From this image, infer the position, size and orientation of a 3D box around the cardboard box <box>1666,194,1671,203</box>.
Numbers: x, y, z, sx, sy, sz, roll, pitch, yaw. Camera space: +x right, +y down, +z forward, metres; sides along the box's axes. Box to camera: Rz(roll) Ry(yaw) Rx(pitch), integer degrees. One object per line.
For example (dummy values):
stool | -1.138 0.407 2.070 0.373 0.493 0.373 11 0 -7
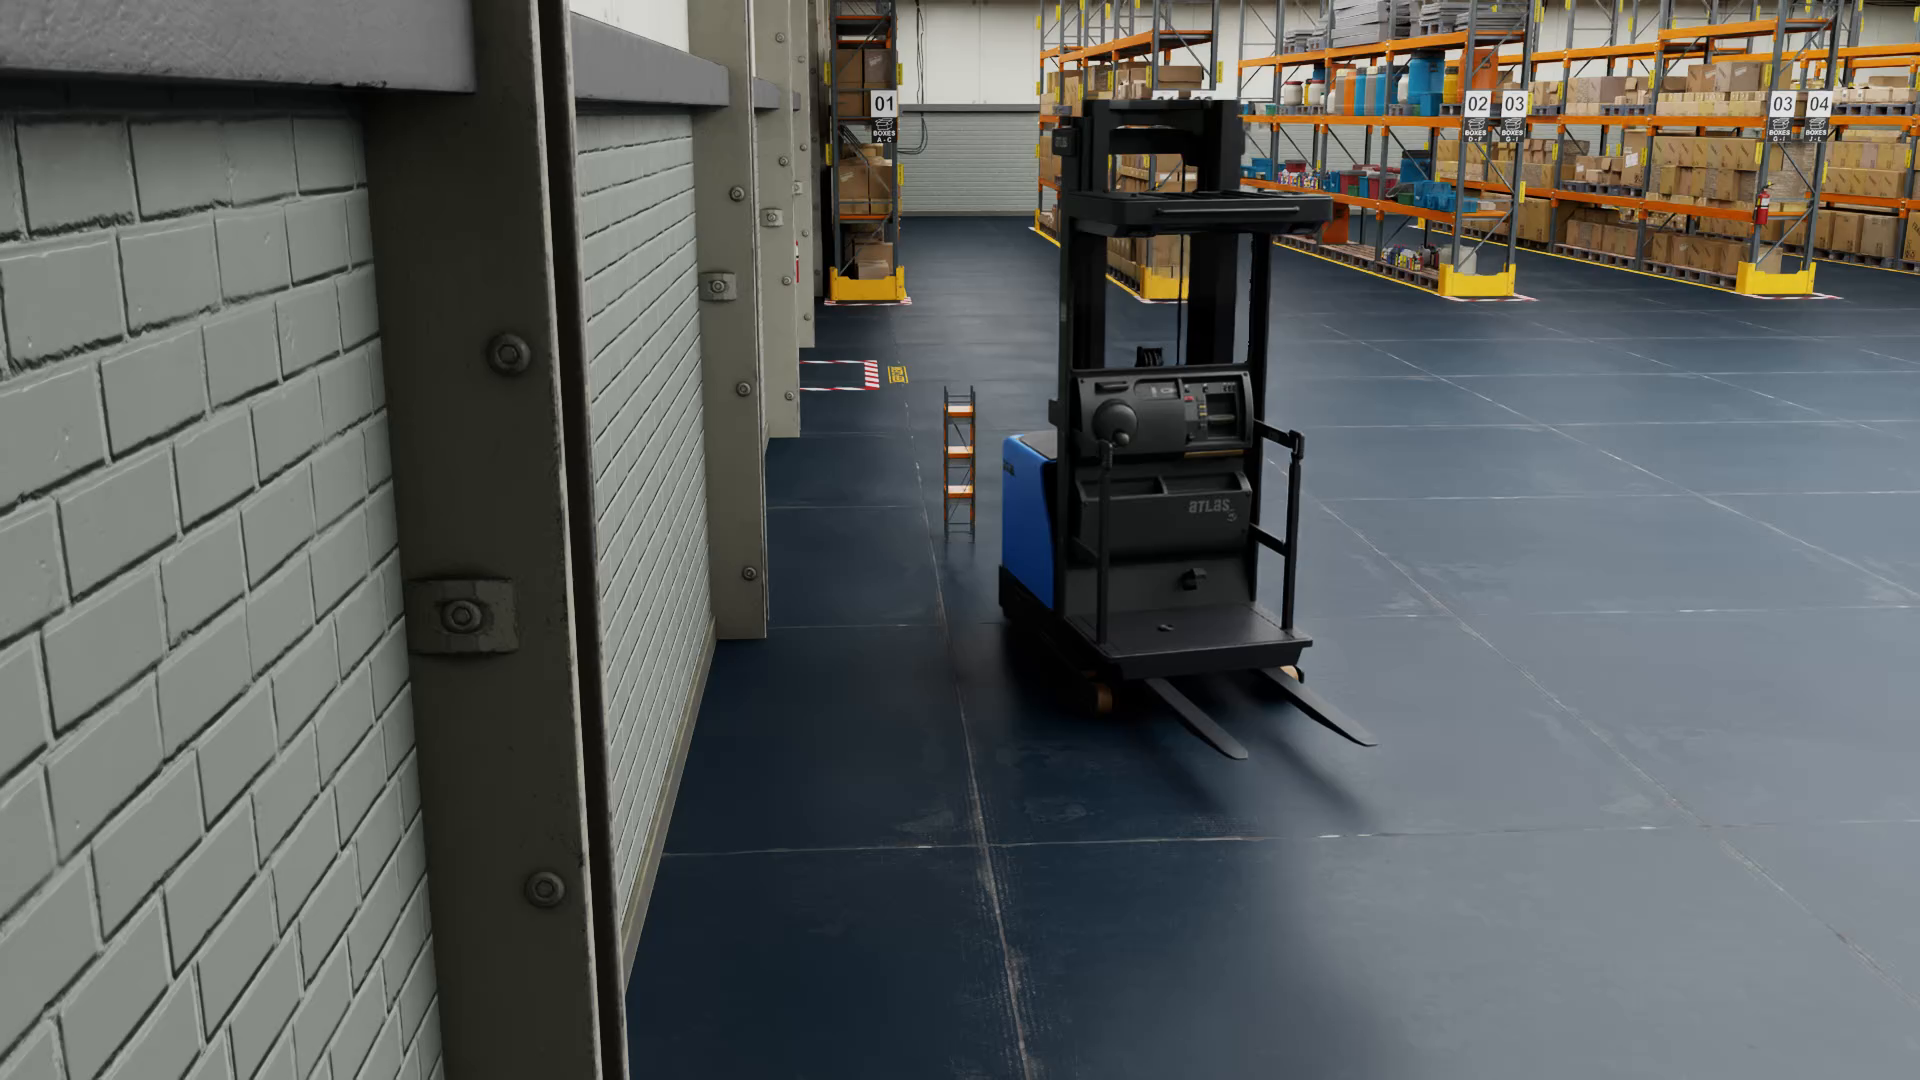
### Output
cardboard box | 12.897 -6.120 29.796 0.380 0.149 0.250 -1 14 -3

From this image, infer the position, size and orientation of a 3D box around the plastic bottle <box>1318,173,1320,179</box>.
plastic bottle | 7.960 -7.987 36.808 0.097 0.271 0.097 0 14 0

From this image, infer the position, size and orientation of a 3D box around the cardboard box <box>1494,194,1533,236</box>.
cardboard box | 12.733 -7.269 37.178 1.225 0.875 0.875 -1 14 -5

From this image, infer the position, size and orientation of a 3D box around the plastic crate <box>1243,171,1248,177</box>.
plastic crate | 7.092 -8.979 40.812 0.250 0.136 0.298 -1 14 -3

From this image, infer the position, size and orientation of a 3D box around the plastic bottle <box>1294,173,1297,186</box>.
plastic bottle | 7.374 -7.898 36.462 0.097 0.271 0.097 0 14 0

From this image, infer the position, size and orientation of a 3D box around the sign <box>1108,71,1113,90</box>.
sign | 2.684 -8.178 29.603 0.100 0.325 0.005 -1 14 -3

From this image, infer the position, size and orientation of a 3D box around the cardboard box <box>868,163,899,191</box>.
cardboard box | -1.247 -5.937 27.336 0.500 0.500 0.500 -1 14 -5

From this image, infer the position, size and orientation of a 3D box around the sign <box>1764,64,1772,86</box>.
sign | 12.806 -7.369 26.349 0.100 0.325 0.005 -1 14 -3

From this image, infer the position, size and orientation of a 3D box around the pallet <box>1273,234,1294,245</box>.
pallet | 7.680 -6.856 37.748 1.003 0.211 1.213 -1 14 -3

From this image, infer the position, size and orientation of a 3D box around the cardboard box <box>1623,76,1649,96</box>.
cardboard box | 13.202 -8.858 32.711 0.500 0.500 0.500 -1 14 -2

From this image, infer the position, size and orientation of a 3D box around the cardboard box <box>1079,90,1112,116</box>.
cardboard box | 2.917 -8.938 34.023 0.910 0.500 0.500 -1 14 -3

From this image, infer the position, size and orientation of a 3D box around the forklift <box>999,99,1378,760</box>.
forklift | 1.100 -0.663 8.220 1.130 2.935 3.031 -4 15 -14

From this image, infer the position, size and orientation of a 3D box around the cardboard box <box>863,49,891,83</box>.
cardboard box | -1.252 -7.356 25.829 0.500 0.500 0.500 -2 15 -7

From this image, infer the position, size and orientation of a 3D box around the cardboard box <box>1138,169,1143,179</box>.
cardboard box | 3.178 -6.115 27.773 0.380 0.149 0.250 0 14 -2

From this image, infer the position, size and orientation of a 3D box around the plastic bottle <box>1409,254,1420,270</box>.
plastic bottle | 7.878 -4.821 28.829 0.152 0.276 0.135 -1 14 -3

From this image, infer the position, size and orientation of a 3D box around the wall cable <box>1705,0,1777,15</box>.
wall cable | 22.378 -13.950 47.684 2.355 3.000 0.029 -1 14 -3

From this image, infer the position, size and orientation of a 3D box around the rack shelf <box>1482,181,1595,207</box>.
rack shelf | 12.741 -7.629 36.603 1.077 0.370 4.000 -1 14 -3

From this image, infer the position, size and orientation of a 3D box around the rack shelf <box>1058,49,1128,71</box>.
rack shelf | 2.854 -10.189 35.314 1.077 0.370 4.000 -1 14 -3

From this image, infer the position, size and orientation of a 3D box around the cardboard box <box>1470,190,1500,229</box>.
cardboard box | 12.656 -7.815 39.302 0.875 0.875 0.875 -1 14 -3

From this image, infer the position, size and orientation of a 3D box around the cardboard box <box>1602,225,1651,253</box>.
cardboard box | 13.051 -5.899 32.568 0.700 0.500 0.500 -2 15 -8

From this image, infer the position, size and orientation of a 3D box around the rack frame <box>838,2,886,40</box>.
rack frame | -1.966 -10.156 32.941 1.000 3.000 0.127 -1 14 -3

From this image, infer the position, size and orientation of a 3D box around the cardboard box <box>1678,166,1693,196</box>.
cardboard box | 13.206 -6.318 29.263 0.875 0.500 0.500 -1 14 -3

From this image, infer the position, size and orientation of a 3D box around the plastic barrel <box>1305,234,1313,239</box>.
plastic barrel | 7.804 -6.842 36.094 0.600 0.588 0.708 -1 14 -3

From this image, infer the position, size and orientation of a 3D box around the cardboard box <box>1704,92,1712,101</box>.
cardboard box | 12.994 -7.586 28.471 0.380 0.149 0.250 -1 14 -2

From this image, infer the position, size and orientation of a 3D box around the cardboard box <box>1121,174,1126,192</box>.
cardboard box | 3.259 -6.272 29.682 0.700 0.500 0.500 -1 14 -5

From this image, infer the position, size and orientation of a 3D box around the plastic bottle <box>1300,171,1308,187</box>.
plastic bottle | 7.432 -7.799 35.915 0.144 0.351 0.185 -1 14 -3

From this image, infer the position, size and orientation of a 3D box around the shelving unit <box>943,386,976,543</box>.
shelving unit | -0.003 -0.522 11.447 0.215 1.050 0.252 -1 14 -3

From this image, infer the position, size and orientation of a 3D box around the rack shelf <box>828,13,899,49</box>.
rack shelf | -1.595 -8.314 27.231 1.077 0.370 4.000 -1 14 -3

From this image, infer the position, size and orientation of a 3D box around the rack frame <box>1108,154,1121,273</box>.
rack frame | 3.225 -6.334 30.123 1.000 3.000 0.127 -1 14 -3

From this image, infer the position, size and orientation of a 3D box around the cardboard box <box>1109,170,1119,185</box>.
cardboard box | 3.130 -6.829 31.847 0.500 0.500 0.500 -1 14 -3

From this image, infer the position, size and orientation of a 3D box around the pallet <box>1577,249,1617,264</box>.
pallet | 12.985 -5.633 32.996 1.003 0.211 1.213 -1 14 -3

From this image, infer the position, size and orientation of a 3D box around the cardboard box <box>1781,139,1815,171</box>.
cardboard box | 13.599 -6.309 27.221 0.500 0.500 0.500 -1 14 -3

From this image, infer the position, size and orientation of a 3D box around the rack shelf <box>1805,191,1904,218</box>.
rack shelf | 17.946 -6.686 32.936 1.077 0.370 4.000 -1 14 -3

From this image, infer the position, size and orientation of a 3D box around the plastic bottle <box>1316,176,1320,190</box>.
plastic bottle | 7.471 -7.441 34.663 0.061 0.283 0.133 -1 14 -3

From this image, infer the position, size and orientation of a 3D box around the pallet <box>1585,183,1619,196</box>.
pallet | 13.029 -6.896 32.693 1.003 0.211 1.213 -1 14 -3

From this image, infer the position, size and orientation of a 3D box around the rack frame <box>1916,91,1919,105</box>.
rack frame | 18.070 -9.442 30.166 1.000 3.000 0.127 -1 14 -3

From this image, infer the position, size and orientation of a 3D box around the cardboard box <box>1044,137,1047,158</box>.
cardboard box | 2.312 -9.482 40.151 0.500 0.500 0.500 -1 14 -3

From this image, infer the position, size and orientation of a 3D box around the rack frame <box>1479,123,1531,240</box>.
rack frame | 12.617 -8.475 38.446 1.000 3.000 0.127 -1 14 -3

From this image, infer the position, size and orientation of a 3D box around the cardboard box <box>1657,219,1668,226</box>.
cardboard box | 17.145 -7.699 40.308 0.380 0.149 0.250 -1 14 -4

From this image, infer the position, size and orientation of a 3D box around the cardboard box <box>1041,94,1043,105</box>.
cardboard box | 2.254 -10.808 40.792 0.500 0.250 0.500 -1 14 -3

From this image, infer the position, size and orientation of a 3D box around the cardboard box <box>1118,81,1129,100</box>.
cardboard box | 3.027 -7.751 28.666 0.500 0.311 0.500 -2 15 -7

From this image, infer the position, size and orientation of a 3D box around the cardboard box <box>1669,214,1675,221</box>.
cardboard box | 17.174 -7.700 39.716 0.380 0.149 0.250 -1 14 -5

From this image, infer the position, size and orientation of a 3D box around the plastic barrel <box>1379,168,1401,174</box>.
plastic barrel | 8.284 -6.899 32.047 0.433 0.535 0.433 0 14 0

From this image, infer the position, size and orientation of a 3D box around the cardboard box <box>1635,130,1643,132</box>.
cardboard box | 17.127 -9.957 41.401 0.500 0.500 0.500 0 14 -2

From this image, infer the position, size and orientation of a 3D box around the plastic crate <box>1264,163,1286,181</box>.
plastic crate | 7.305 -8.531 38.574 0.392 0.384 0.575 -1 14 -3

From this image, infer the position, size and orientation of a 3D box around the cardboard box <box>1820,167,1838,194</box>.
cardboard box | 17.645 -7.213 33.338 0.500 0.500 0.500 -1 14 -3

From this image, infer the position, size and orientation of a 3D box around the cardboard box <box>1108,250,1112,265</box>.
cardboard box | 2.952 -5.085 29.947 0.500 0.250 0.500 -1 14 -3

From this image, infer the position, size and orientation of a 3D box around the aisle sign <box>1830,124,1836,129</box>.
aisle sign | 22.565 -10.905 42.672 0.394 0.787 0.004 -1 14 -3

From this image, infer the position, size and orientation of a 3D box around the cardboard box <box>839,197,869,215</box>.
cardboard box | -1.693 -5.312 26.412 0.500 0.250 0.500 -1 14 -3

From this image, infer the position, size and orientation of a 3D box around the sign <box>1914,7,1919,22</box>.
sign | 21.953 -12.060 38.148 0.100 0.325 0.005 -1 14 -3

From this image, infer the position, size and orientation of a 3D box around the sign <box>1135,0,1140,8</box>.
sign | 3.531 -10.772 33.142 0.100 0.325 0.005 -1 14 -3

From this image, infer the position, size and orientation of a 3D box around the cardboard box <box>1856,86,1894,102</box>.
cardboard box | 17.742 -8.631 32.167 0.500 0.311 0.500 -1 14 -5

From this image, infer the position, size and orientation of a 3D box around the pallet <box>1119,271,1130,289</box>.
pallet | 3.312 -4.481 28.517 1.003 0.211 1.213 -1 14 -3

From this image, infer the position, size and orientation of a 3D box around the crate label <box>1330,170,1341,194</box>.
crate label | 7.713 -7.170 33.302 0.502 0.435 0.616 -1 14 -3
